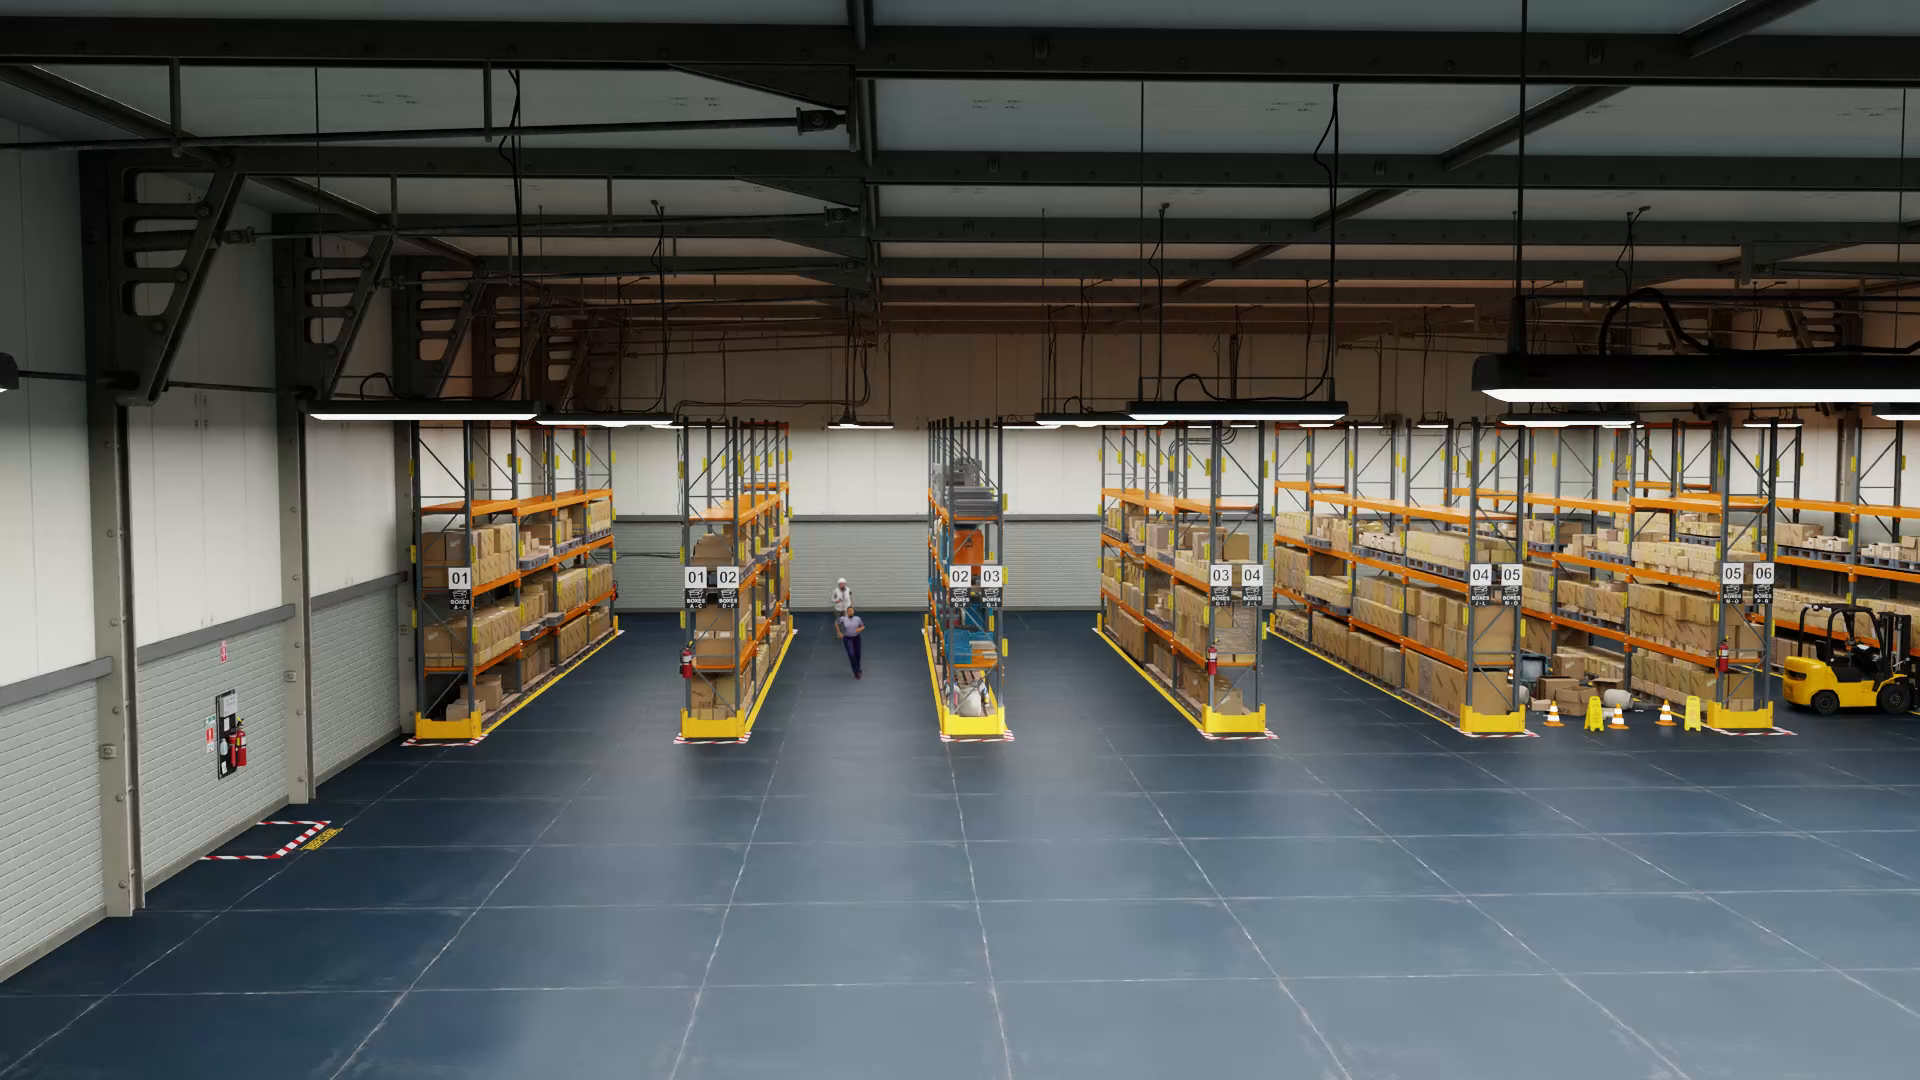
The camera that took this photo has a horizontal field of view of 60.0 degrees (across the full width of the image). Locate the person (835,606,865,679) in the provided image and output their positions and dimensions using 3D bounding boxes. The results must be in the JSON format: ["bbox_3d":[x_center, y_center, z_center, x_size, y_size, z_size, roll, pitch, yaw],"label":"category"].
[{"bbox_3d":[-2.546,2.382,38.738,0.660,1.690,0.801,-1,4,-17],"label":"person"}]

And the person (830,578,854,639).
[{"bbox_3d":[-3.213,1.897,45.258,0.665,1.769,0.961,-1,4,-12],"label":"person"}]
